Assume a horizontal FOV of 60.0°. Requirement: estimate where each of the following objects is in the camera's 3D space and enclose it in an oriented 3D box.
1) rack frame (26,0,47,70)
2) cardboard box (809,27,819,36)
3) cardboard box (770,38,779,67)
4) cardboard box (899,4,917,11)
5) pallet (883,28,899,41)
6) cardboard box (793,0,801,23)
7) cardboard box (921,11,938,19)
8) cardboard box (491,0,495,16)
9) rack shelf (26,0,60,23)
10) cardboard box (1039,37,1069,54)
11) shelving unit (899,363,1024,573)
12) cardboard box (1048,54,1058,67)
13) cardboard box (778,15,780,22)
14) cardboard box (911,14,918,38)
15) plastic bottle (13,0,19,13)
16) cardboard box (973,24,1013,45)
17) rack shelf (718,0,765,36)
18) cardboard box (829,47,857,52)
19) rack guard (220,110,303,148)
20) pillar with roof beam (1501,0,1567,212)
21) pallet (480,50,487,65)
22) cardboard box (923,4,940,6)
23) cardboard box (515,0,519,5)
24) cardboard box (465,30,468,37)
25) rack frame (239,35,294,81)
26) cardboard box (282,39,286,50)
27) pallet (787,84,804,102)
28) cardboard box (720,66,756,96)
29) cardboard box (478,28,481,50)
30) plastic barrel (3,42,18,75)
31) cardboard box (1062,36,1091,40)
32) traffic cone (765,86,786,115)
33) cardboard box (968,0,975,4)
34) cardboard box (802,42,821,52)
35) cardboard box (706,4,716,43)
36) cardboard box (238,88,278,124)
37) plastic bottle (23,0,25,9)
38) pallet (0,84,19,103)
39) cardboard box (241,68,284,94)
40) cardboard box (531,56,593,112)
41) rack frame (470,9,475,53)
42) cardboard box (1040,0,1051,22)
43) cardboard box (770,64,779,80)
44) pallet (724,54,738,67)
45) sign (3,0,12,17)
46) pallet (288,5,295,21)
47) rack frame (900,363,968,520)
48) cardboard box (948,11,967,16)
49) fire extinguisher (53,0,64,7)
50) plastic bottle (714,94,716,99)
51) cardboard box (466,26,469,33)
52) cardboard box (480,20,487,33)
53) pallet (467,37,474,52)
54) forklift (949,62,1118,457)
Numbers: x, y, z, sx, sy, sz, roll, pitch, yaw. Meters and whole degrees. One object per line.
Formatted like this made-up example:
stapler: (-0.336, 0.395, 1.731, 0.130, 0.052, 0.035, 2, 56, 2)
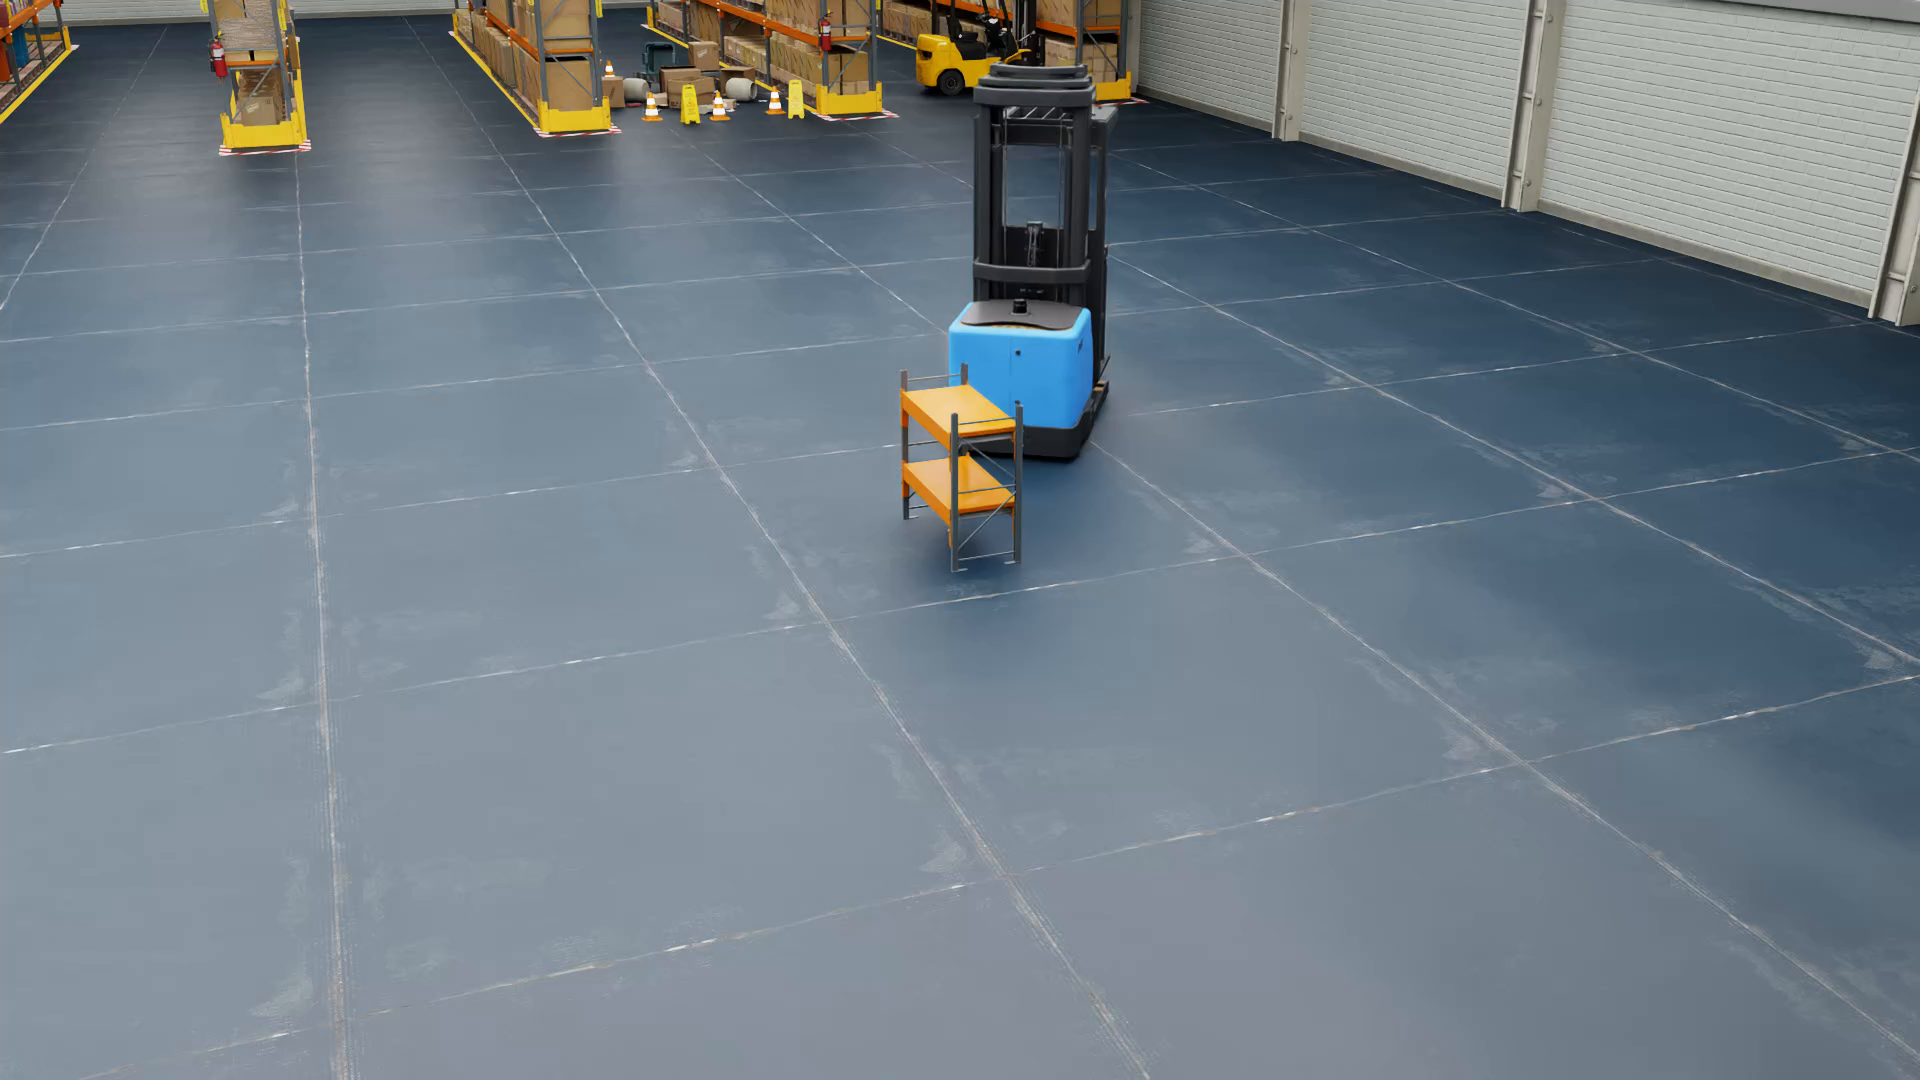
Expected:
rack frame: (-20.120, -11.450, 35.054, 1.000, 3.000, 0.127, -8, 24, -19)
cardboard box: (-2.502, -9.197, 30.031, 0.380, 0.149, 0.250, -9, 24, -20)
cardboard box: (-3.433, -9.603, 32.706, 0.500, 0.500, 0.500, -7, 24, -16)
cardboard box: (-1.261, -12.970, 40.503, 0.380, 0.149, 0.250, -8, 24, -19)
pallet: (-1.250, -12.596, 41.364, 1.003, 0.211, 1.213, -8, 24, -19)
cardboard box: (-2.772, -9.836, 30.714, 0.500, 0.500, 0.500, -8, 24, -19)
cardboard box: (-0.697, -12.298, 38.910, 0.380, 0.149, 0.250, -10, 25, -22)
cardboard box: (-9.131, -10.798, 33.379, 0.500, 0.500, 0.500, -8, 24, -19)
rack shelf: (-20.827, -11.845, 36.918, 1.077, 0.370, 4.000, -8, 24, -19)
cardboard box: (1.838, -9.690, 32.590, 0.500, 0.250, 0.500, -8, 24, -18)
shelving unit: (-0.002, -0.521, 11.537, 0.538, 1.125, 1.048, -8, 24, -19)
cardboard box: (2.035, -9.286, 32.276, 0.500, 0.250, 0.500, -9, 24, -20)
cardboard box: (-3.318, -10.131, 32.249, 0.380, 0.149, 0.250, -8, 24, -19)
cardboard box: (-0.865, -12.257, 39.647, 0.500, 0.500, 0.500, -7, 24, -17)
plastic bottle: (-19.242, -10.845, 33.778, 0.152, 0.276, 0.135, -8, 24, -19)
cardboard box: (0.791, -10.835, 36.112, 0.875, 0.625, 0.625, -9, 24, -20)
rack shelf: (-4.096, -10.978, 34.860, 1.077, 0.370, 4.000, -8, 24, -19)
cardboard box: (-2.200, -8.930, 31.109, 0.500, 0.500, 0.500, -9, 25, -21)
rack guard: (-11.274, -6.645, 26.872, 1.175, 0.500, 0.348, -8, 24, -19)
pillar with roof beam: (3.475, -8.002, 19.149, 9.100, 9.000, 0.400, -8, 24, -19)
pallet: (-10.099, -10.762, 37.011, 1.003, 0.211, 1.213, -8, 24, -19)
cardboard box: (-0.676, -12.954, 40.464, 0.380, 0.149, 0.250, -8, 24, -18)
cardboard box: (-7.521, -9.896, 29.783, 0.875, 0.550, 0.550, -8, 24, -19)
cardboard box: (-11.634, -12.125, 39.785, 0.380, 0.149, 0.250, -8, 24, -19)
rack frame: (-14.073, -10.676, 33.218, 1.000, 3.000, 0.127, -8, 24, -19)
cardboard box: (-11.564, -8.348, 28.018, 0.380, 0.149, 0.250, -8, 24, -19)
pallet: (-2.684, -8.614, 31.916, 1.003, 0.211, 1.213, -8, 24, -19)
cardboard box: (-4.284, -8.856, 32.114, 0.500, 0.500, 0.500, 8, 24, 18)
cardboard box: (-10.411, -11.130, 36.972, 0.500, 0.500, 0.500, -8, 24, -18)
plastic barrel: (-19.295, -9.665, 33.382, 0.600, 0.588, 0.708, -8, 24, -19)
cardboard box: (2.327, -9.763, 32.765, 0.500, 0.250, 0.500, -9, 24, -19)
traffic cone: (-3.335, -7.939, 29.991, 0.336, 0.463, 0.334, -8, 24, -19)
cardboard box: (0.501, -11.709, 35.863, 0.500, 0.250, 0.500, -8, 24, -19)
cardboard box: (-2.696, -9.079, 30.629, 0.380, 0.149, 0.250, -8, 24, -17)
cardboard box: (-5.280, -11.837, 38.168, 0.875, 0.875, 0.875, -8, 24, -18)
cardboard box: (-11.695, -7.253, 27.773, 0.500, 0.500, 0.500, -2, 23, -5)
plastic bottle: (-19.554, -11.220, 34.658, 0.061, 0.283, 0.133, -8, 24, -19)
pallet: (-18.470, -8.425, 31.467, 1.003, 0.211, 1.213, -8, 24, -19)
cardboard box: (-12.857, -8.500, 30.706, 0.700, 0.500, 0.500, -10, 25, -23)
cardboard box: (-6.873, -7.865, 28.743, 0.875, 0.875, 0.875, -8, 24, -19)
rack frame: (-10.811, -12.773, 38.194, 1.000, 3.000, 0.127, -8, 24, -19)
cardboard box: (1.891, -10.376, 32.378, 0.500, 0.500, 0.500, -9, 24, -20)
cardboard box: (-3.433, -9.257, 32.852, 0.500, 0.250, 0.500, -10, 25, -21)
pallet: (-4.528, -10.467, 36.311, 1.003, 0.211, 1.213, -8, 24, -19)
sign: (-18.195, -10.150, 31.759, 0.100, 0.325, 0.005, -8, 24, -19)
pallet: (-13.722, -10.343, 32.676, 1.213, 0.211, 1.003, -8, 24, -19)
rack frame: (-0.182, -0.706, 11.976, 0.500, 1.125, 0.032, -8, 24, -19)
cardboard box: (-0.053, -12.291, 38.892, 0.380, 0.149, 0.250, -7, 24, -16)
fire extinguisher: (-21.161, -12.813, 38.868, 0.296, 0.674, 0.183, -8, 24, -19)
plastic bottle: (-4.688, -8.502, 31.843, 0.133, 0.061, 0.283, -4, 23, -10)
cardboard box: (-11.438, -12.053, 39.231, 0.380, 0.149, 0.250, -9, 25, -21)
cardboard box: (-10.073, -11.102, 35.940, 0.500, 0.250, 0.500, -8, 24, -18)
pallet: (-11.081, -11.728, 39.303, 1.003, 0.211, 1.213, -8, 24, -19)
forklift: (0.705, -2.545, 14.015, 1.130, 2.935, 3.031, 5, 23, 11)
